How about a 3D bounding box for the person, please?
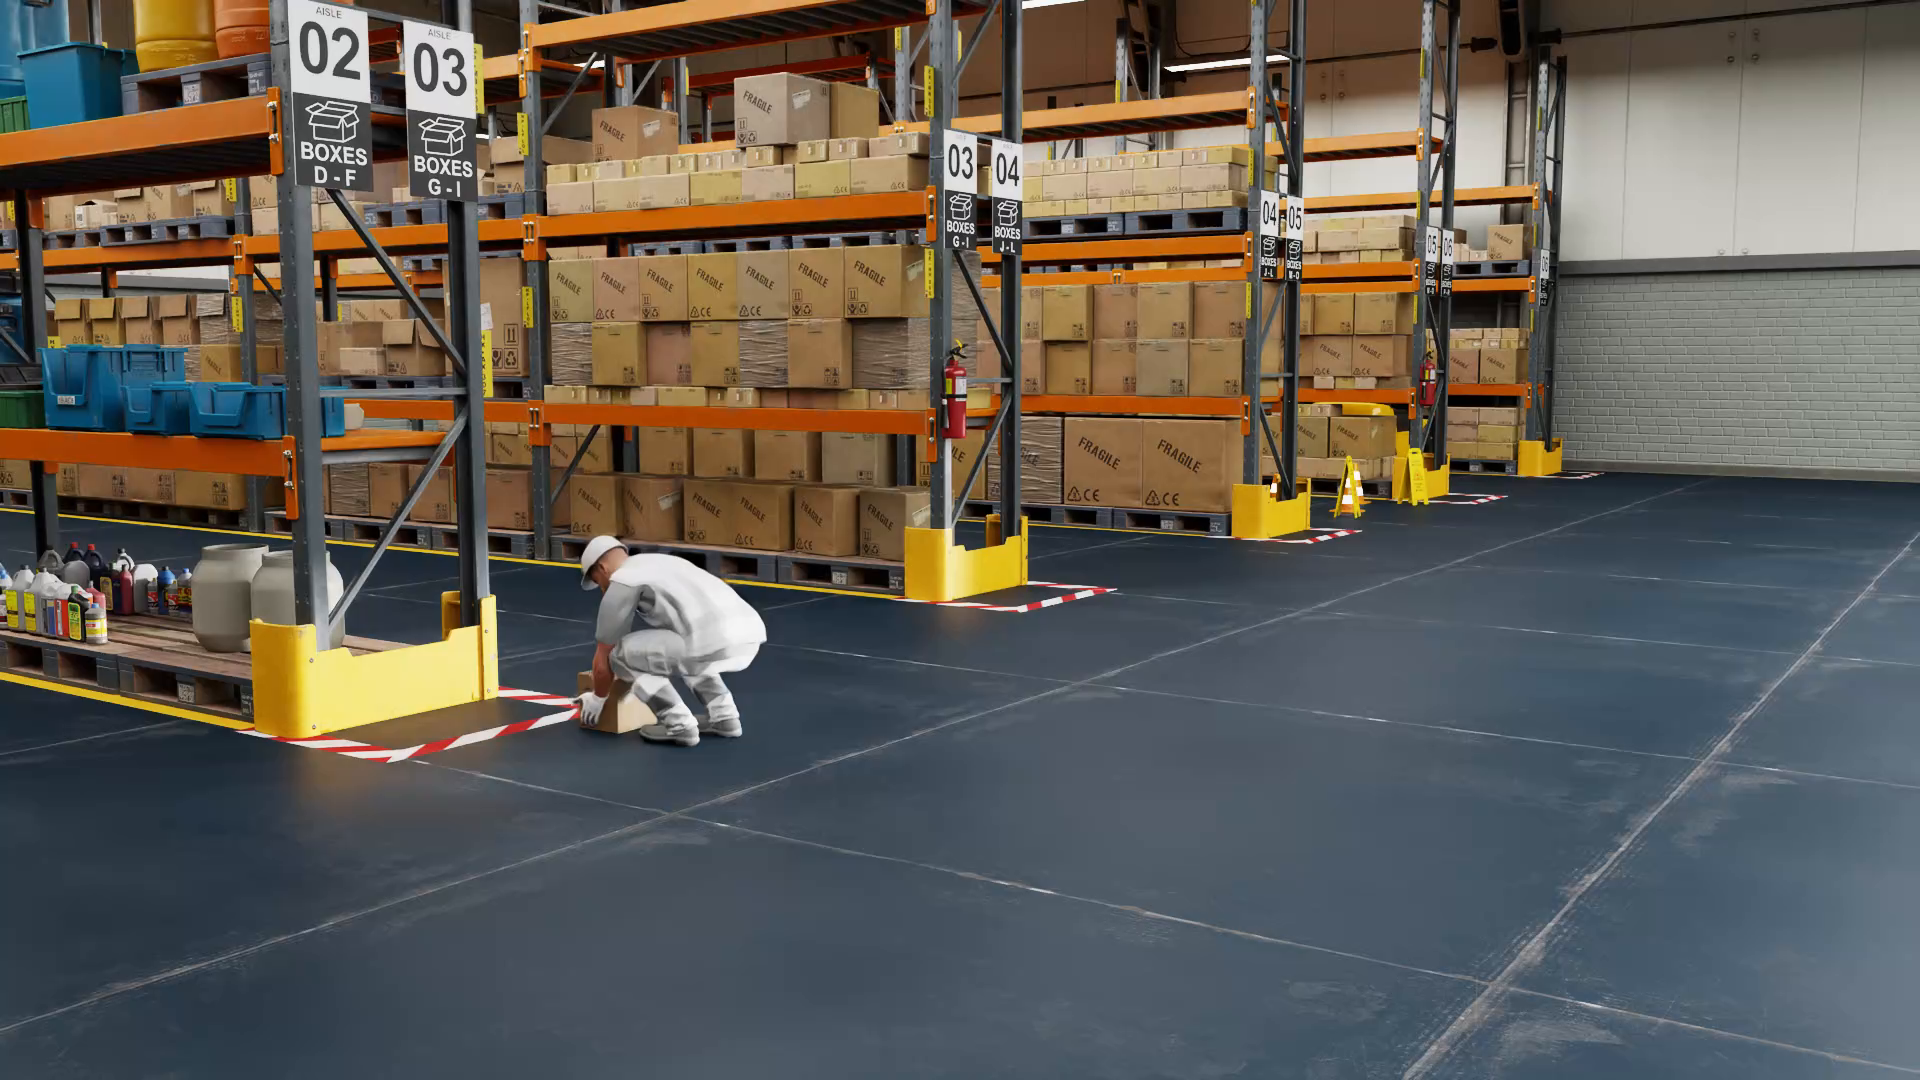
[{"bbox_3d":[-1.291,0.434,7.341,0.888,0.883,0.567,4,7,34],"label":"person"}]
